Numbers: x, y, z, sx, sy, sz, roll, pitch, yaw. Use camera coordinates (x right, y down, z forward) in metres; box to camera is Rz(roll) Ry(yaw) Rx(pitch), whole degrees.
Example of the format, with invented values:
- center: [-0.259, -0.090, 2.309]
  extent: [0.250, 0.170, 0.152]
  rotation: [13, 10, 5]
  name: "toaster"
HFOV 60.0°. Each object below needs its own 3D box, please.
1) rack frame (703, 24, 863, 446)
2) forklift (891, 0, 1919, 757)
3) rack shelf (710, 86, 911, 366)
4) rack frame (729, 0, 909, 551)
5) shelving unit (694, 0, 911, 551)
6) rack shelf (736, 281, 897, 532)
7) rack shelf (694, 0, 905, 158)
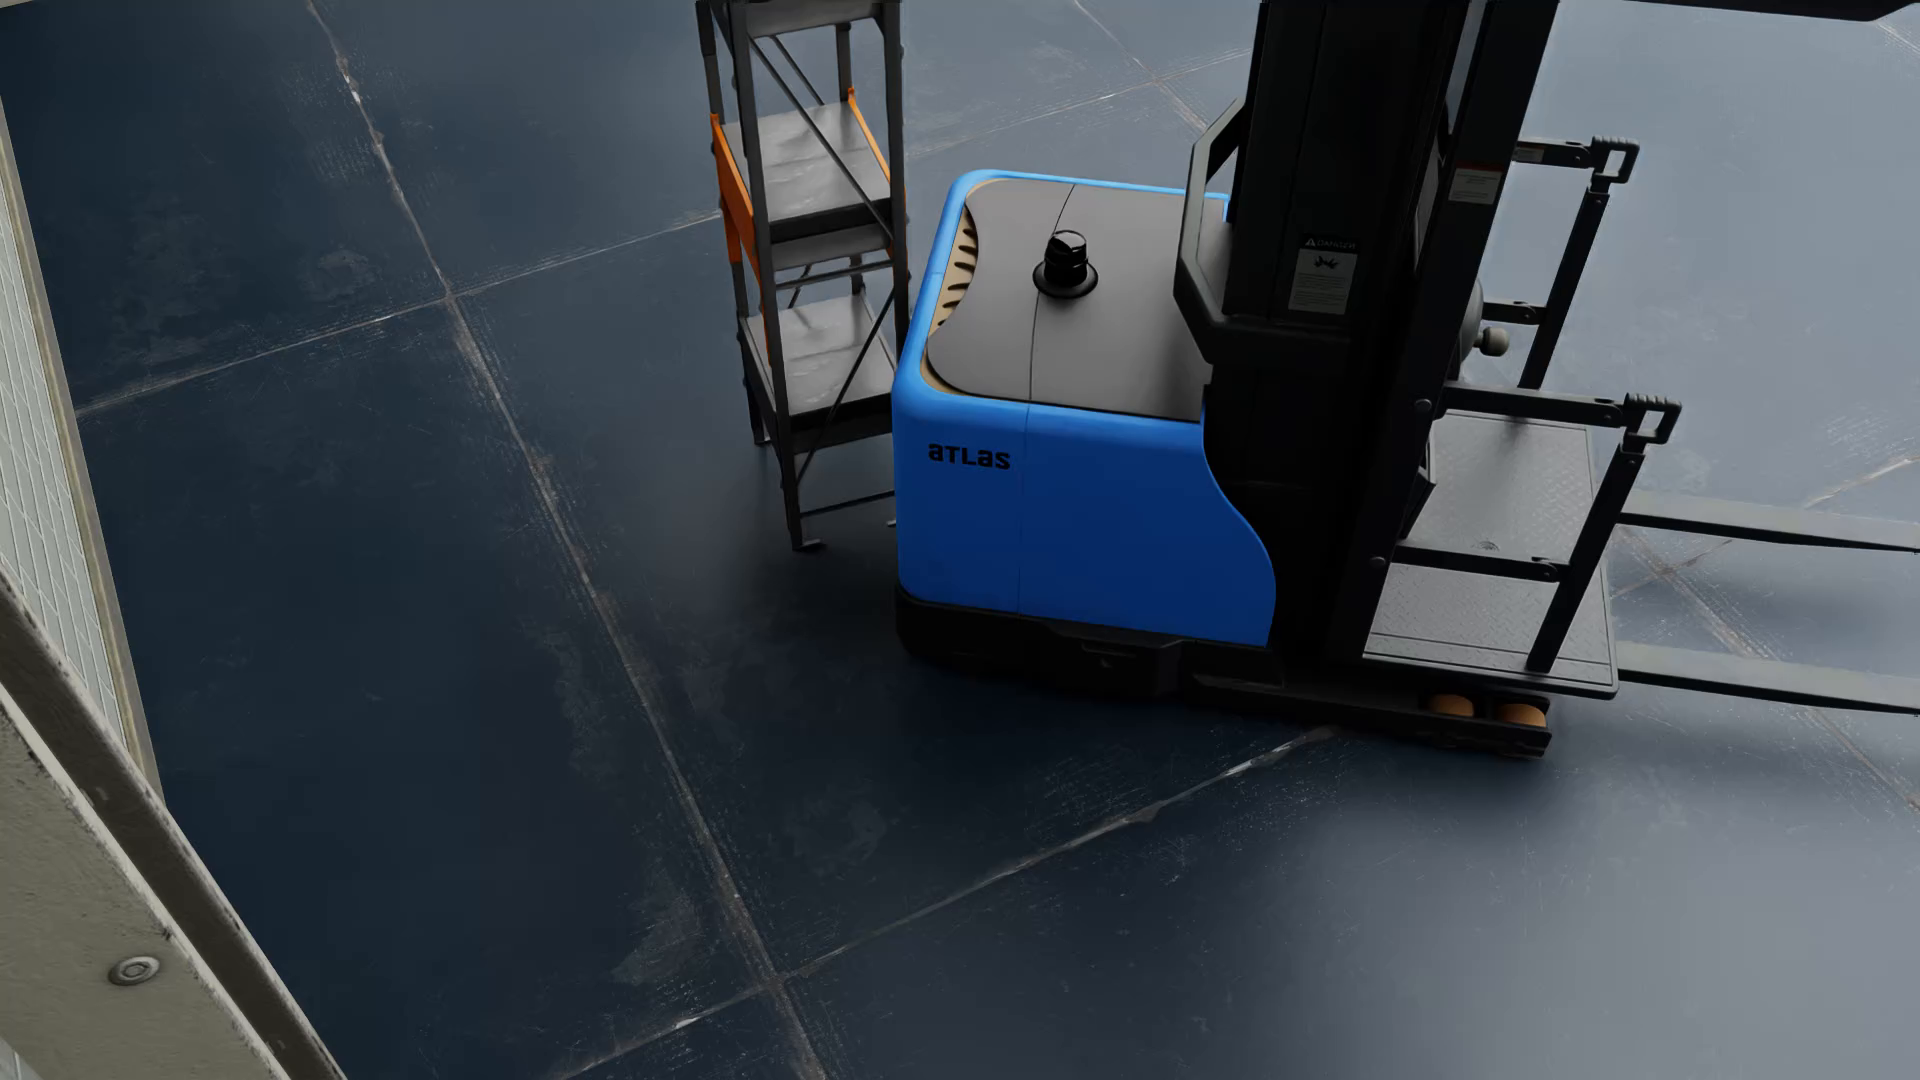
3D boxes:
- center: [-0.492, -1.058, 4.780]
  extent: [0.400, 2.100, 0.015]
  rotation: [-14, 50, -12]
  name: "rack frame"
- center: [1.377, -0.785, 3.990]
  extent: [3.031, 2.935, 1.130]
  rotation: [7, 49, 6]
  name: "forklift"
- center: [-0.414, -0.875, 4.638]
  extent: [0.431, 0.518, 0.480]
  rotation: [-14, 50, -12]
  name: "rack shelf"
- center: [-0.336, -0.710, 4.476]
  extent: [0.400, 2.100, 0.015]
  rotation: [-14, 50, -12]
  name: "rack frame"
- center: [-0.414, -0.884, 4.628]
  extent: [0.431, 2.100, 0.503]
  rotation: [-14, 50, -12]
  name: "shelving unit"
- center: [-0.414, -0.414, 5.165]
  extent: [0.431, 0.518, 0.480]
  rotation: [-14, 50, -12]
  name: "rack shelf"
- center: [-0.414, -1.336, 4.111]
  extent: [0.431, 0.518, 0.480]
  rotation: [-14, 50, -12]
  name: "rack shelf"
